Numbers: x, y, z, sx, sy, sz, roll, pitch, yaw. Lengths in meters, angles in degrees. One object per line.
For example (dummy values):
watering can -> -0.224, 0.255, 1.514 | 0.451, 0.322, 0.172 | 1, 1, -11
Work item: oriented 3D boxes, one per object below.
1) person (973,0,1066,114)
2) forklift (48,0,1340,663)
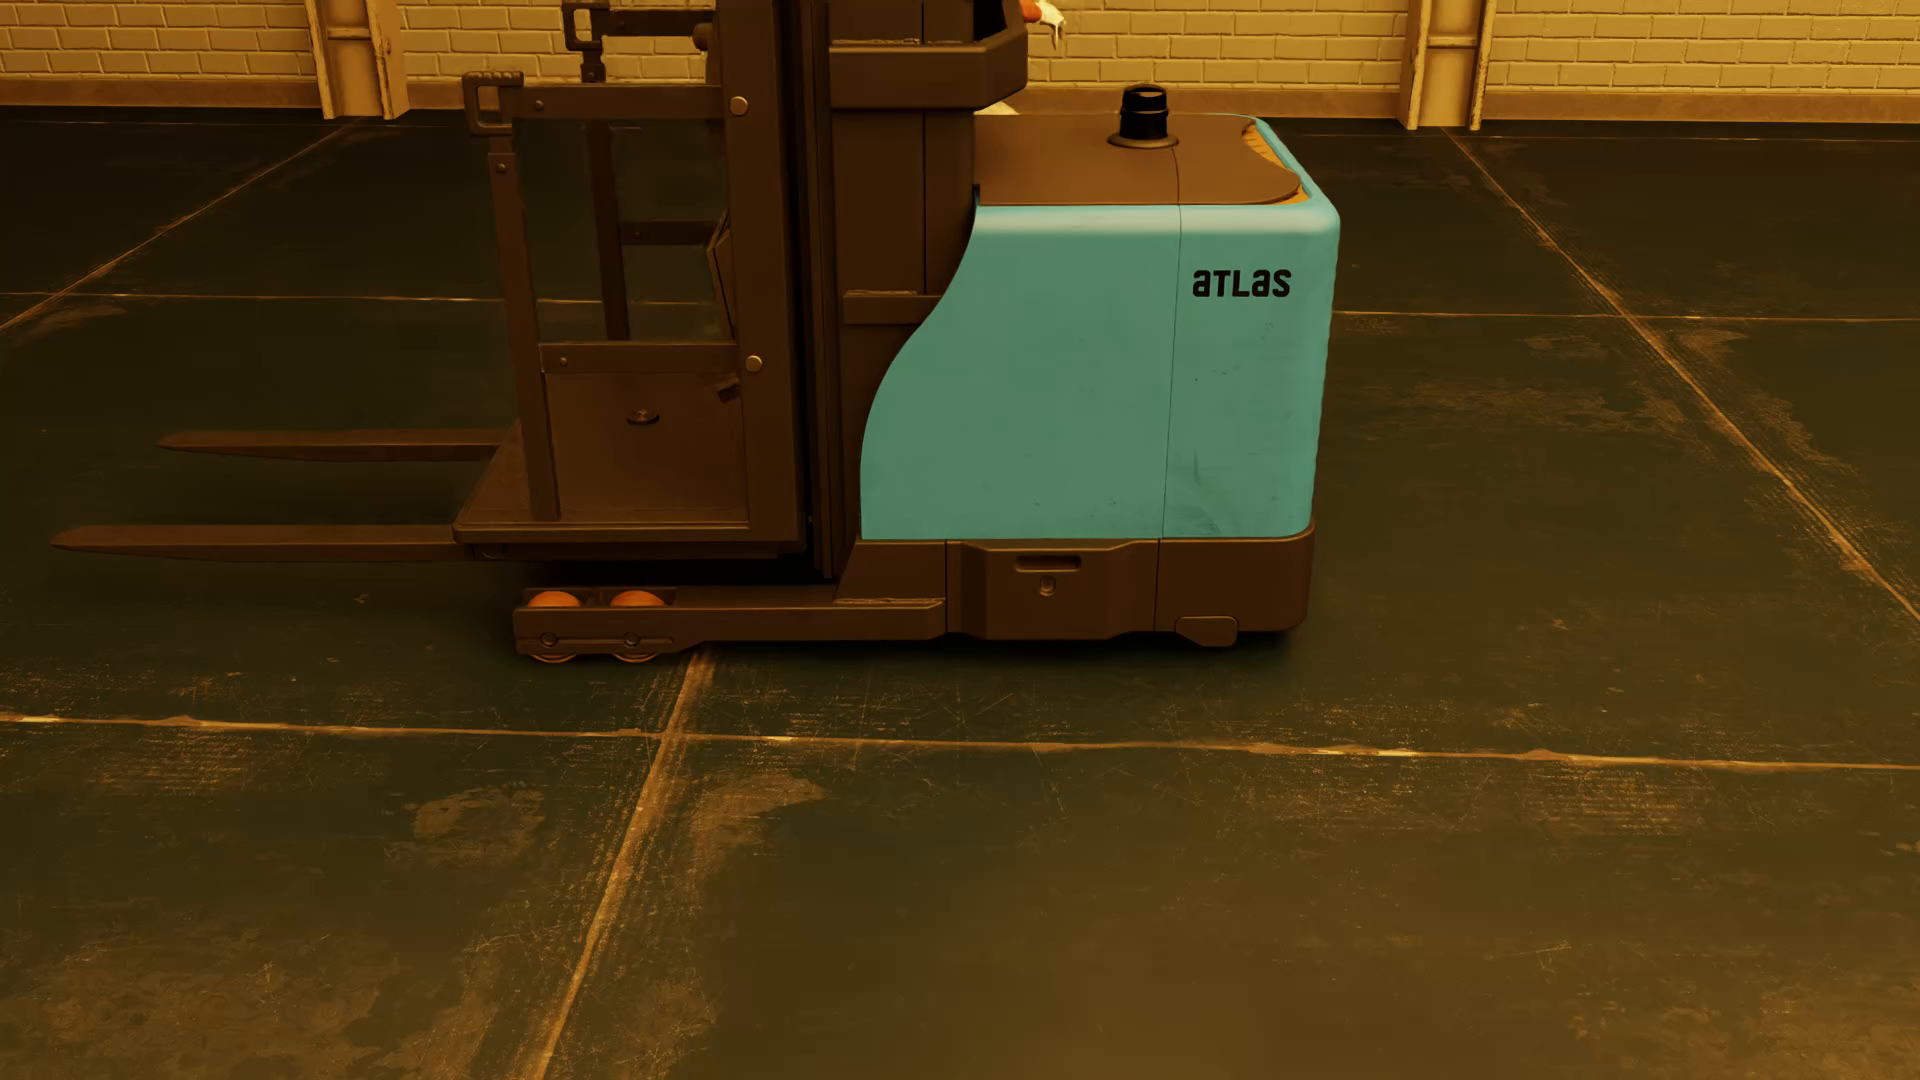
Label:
person -> 0.098, -1.706, 6.307 | 0.903, 1.514, 0.803 | -20, 33, -35
forklift -> -0.685, -1.260, 3.762 | 3.031, 2.935, 1.130 | 0, 26, -1
